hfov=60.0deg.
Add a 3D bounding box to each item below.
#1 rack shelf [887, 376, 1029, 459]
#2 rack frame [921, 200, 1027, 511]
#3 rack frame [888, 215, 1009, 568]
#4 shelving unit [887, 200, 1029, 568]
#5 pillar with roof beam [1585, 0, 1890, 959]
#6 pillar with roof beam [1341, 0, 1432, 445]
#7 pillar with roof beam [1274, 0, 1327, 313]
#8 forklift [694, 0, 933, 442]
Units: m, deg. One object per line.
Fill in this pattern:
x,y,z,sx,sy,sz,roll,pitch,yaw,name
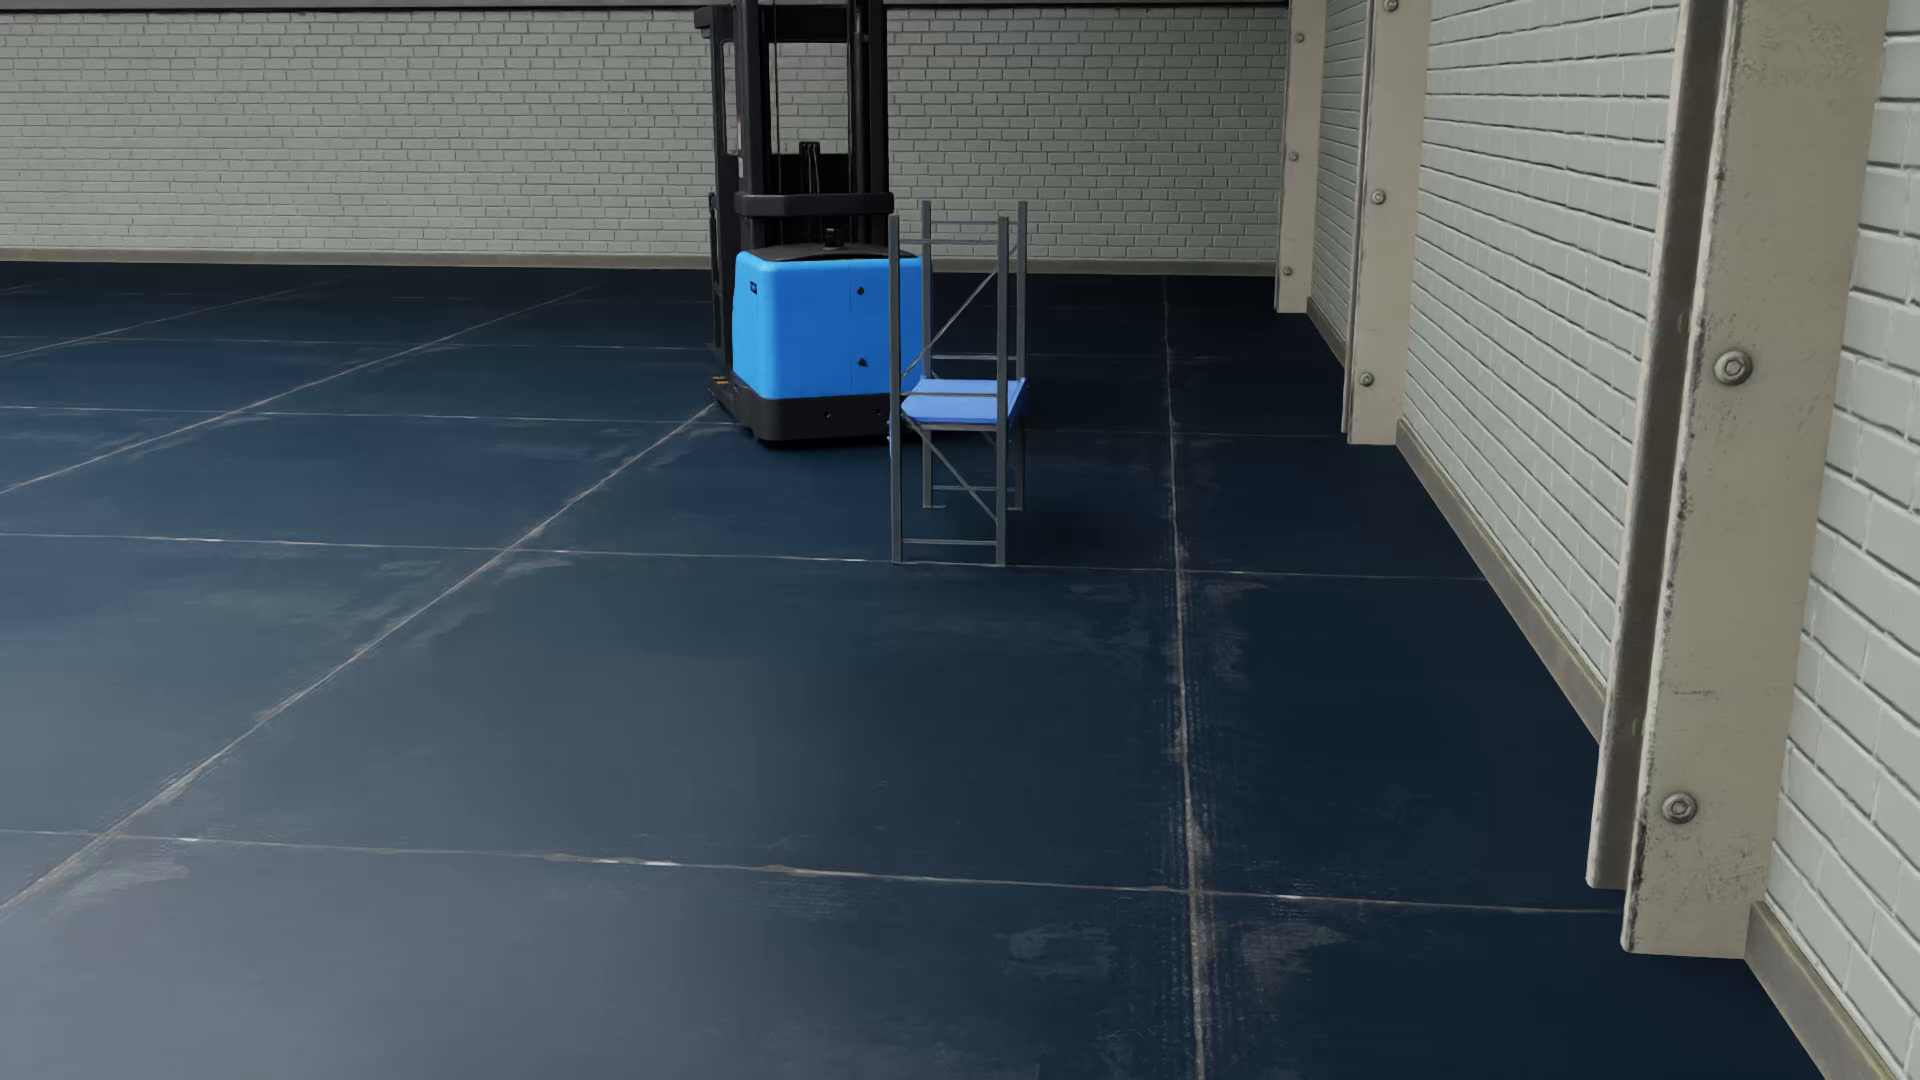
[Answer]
0.010,-0.572,7.595,0.538,0.185,1.000,2,15,6,rack shelf
0.067,-0.878,8.036,0.500,1.500,0.032,2,15,6,rack frame
-0.048,-0.614,7.061,0.500,1.500,0.032,2,15,6,rack frame
0.010,-0.746,7.548,0.538,1.500,1.048,2,15,6,shelving unit
-2.502,-3.526,3.464,9.100,9.000,0.400,2,15,6,pillar with roof beam
-1.825,-5.083,9.219,9.100,9.000,0.400,2,15,6,pillar with roof beam
-1.148,-6.639,14.974,9.100,9.000,0.400,2,15,6,pillar with roof beam
-1.057,-2.322,10.632,1.130,2.935,3.031,-5,16,-16,forklift
